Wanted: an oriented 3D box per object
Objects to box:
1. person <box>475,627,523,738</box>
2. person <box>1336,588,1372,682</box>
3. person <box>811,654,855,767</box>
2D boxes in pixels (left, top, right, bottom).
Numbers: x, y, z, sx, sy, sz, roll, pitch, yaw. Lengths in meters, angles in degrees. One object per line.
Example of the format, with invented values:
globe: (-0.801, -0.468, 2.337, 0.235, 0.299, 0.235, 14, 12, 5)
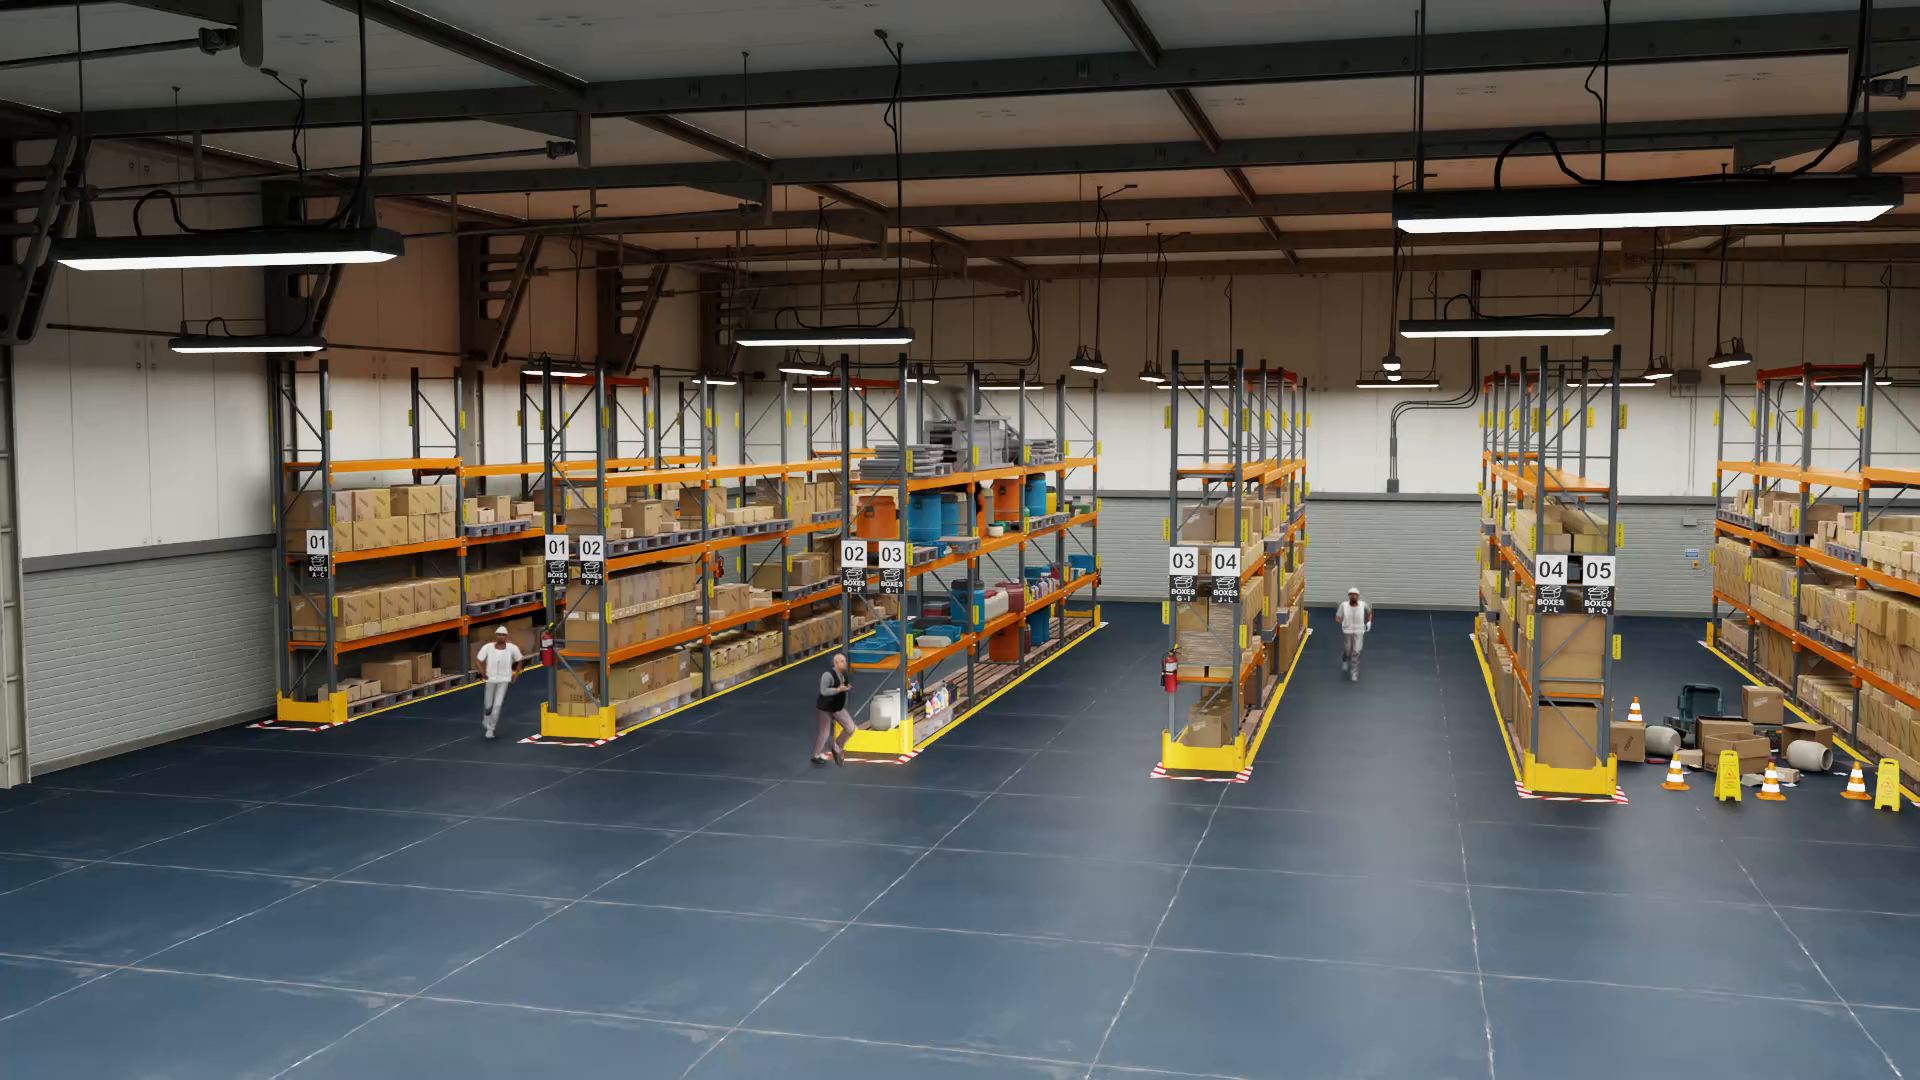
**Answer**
person: (-7.340, 2.236, 26.514, 0.737, 1.736, 0.775, -1, 4, -13)
person: (7.623, 1.809, 32.192, 0.691, 1.782, 0.930, 1, 4, 12)
person: (-1.821, 2.436, 23.824, 0.886, 1.648, 0.640, 4, 6, 44)
